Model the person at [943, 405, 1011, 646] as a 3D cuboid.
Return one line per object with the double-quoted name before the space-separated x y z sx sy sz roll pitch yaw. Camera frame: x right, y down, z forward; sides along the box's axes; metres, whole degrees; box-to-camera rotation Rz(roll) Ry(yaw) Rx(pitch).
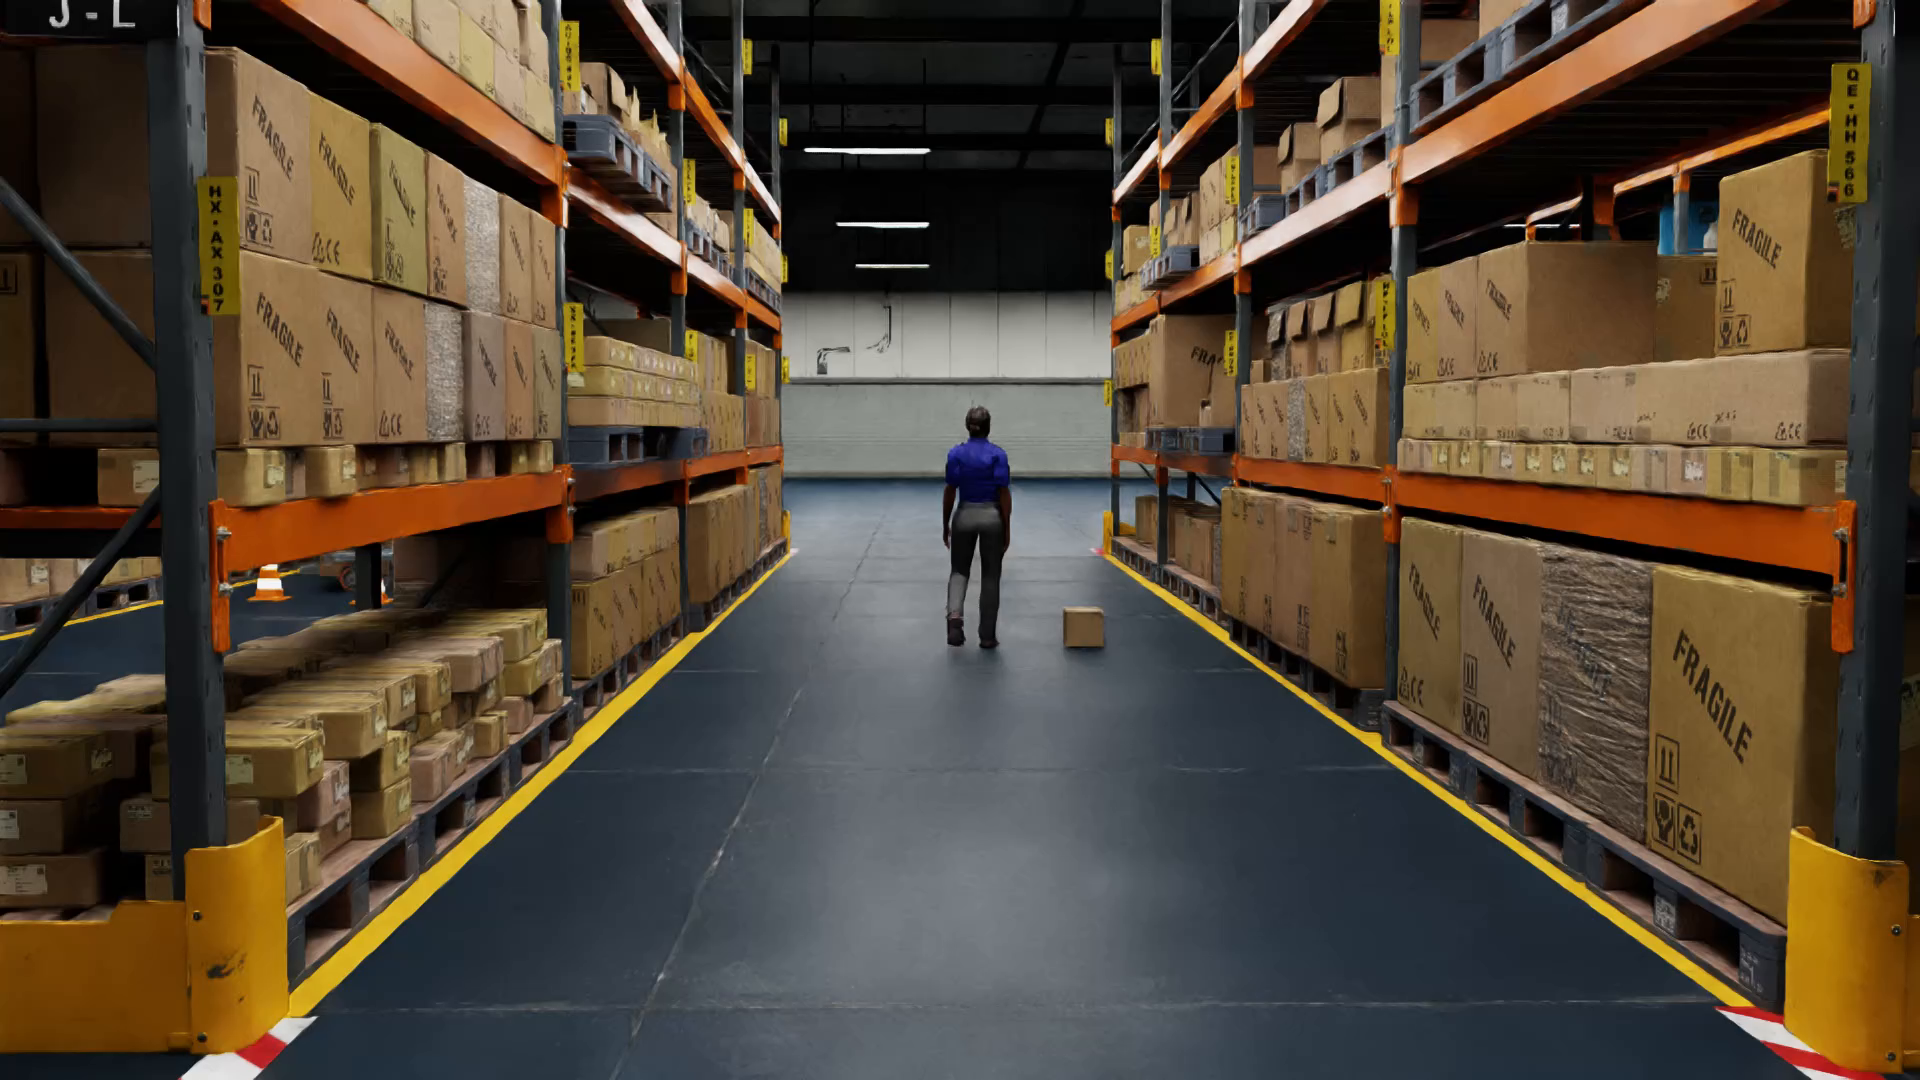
"person" 0.115 -0.082 11.263 0.482 1.654 0.649 1 4 9
